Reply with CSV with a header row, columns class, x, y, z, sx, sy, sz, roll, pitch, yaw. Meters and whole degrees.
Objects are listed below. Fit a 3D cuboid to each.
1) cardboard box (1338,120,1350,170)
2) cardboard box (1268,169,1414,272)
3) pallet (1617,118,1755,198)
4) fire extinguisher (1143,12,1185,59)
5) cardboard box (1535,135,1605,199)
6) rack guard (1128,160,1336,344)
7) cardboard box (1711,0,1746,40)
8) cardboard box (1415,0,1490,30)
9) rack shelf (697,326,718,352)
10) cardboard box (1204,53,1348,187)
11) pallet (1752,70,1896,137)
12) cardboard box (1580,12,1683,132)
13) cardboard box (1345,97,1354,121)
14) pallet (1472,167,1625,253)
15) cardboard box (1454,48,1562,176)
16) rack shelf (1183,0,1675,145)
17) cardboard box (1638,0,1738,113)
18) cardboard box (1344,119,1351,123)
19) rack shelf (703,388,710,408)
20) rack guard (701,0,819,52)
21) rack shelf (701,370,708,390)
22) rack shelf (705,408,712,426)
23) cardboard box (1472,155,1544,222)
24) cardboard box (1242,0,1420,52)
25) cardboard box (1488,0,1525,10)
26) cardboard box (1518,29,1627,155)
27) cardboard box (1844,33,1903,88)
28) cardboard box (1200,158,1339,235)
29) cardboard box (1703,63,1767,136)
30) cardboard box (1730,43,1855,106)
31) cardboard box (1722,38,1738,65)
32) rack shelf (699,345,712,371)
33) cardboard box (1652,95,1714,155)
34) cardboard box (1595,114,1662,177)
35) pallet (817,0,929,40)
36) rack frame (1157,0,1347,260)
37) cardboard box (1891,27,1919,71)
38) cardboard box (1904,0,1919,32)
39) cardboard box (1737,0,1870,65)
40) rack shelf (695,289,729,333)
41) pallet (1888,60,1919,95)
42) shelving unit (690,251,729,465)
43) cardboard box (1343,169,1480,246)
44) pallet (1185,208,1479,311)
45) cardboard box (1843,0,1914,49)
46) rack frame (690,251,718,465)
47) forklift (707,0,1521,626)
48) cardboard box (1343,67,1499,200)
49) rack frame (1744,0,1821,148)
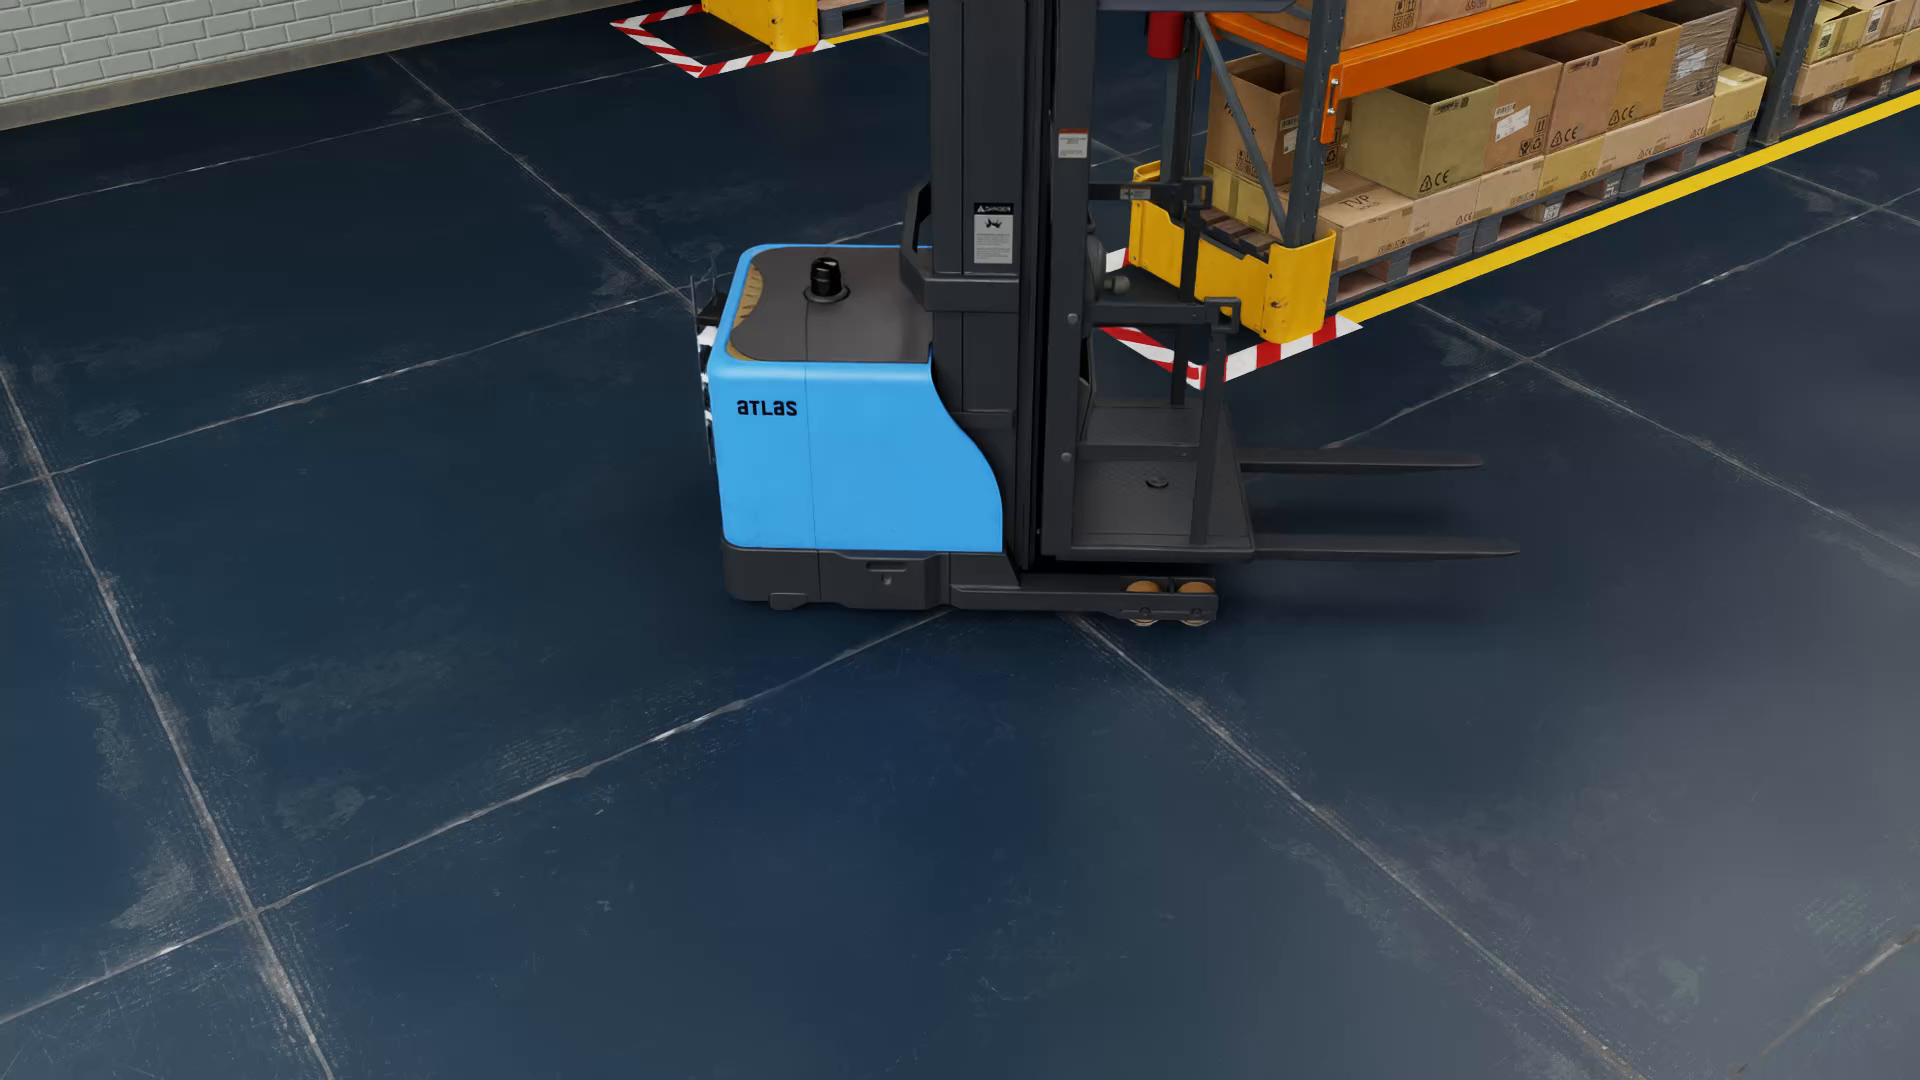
class,x,y,z,sx,sy,sz,roll,pitch,yaw
cardboard box,2.032,-2.049,9.025,0.500,0.250,0.500,-22,41,-28
cardboard box,1.929,-1.628,8.440,0.500,0.250,0.500,-22,41,-28
pallet,3.958,-2.466,9.997,1.213,0.211,1.003,-22,41,-28
fire extinguisher,0.998,-2.650,7.932,0.183,0.674,0.296,-22,41,-28
cardboard box,3.156,-2.132,9.140,0.500,0.250,0.500,-22,41,-28
rack guard,1.343,-1.477,8.375,0.348,0.500,1.175,-22,41,-28
cardboard box,4.798,-3.400,10.423,0.500,0.311,0.500,-22,41,-28
cardboard box,2.178,-2.870,8.086,0.500,0.500,0.700,-21,41,-27
rack shelf,-0.951,-0.862,6.926,0.200,0.077,0.258,9,37,12
cardboard box,1.629,-2.181,8.566,0.500,0.500,0.500,-22,41,-28
pallet,5.212,-2.980,10.712,1.213,0.211,1.003,-22,41,-28
cardboard box,3.557,-2.611,9.164,0.500,0.500,0.500,-22,41,-28
cardboard box,2.438,-2.524,9.044,0.500,0.500,0.500,-22,41,-28
pallet,2.960,-2.053,9.423,1.213,0.211,1.003,-22,41,-28
cardboard box,2.738,-2.276,8.698,0.500,0.500,0.500,-22,41,-28
rack shelf,2.997,-2.880,8.802,4.000,0.370,1.077,-22,41,-28
cardboard box,3.963,-2.781,9.401,0.500,0.500,0.500,-22,41,-28
cardboard box,2.440,-2.218,9.260,0.500,0.250,0.500,-22,41,-28
rack shelf,-0.951,-0.642,7.084,0.200,0.077,0.258,9,37,12
rack guard,-1.432,-3.873,11.707,0.348,0.500,1.175,-22,41,-28
rack shelf,-0.951,-0.715,7.031,0.200,0.077,0.258,9,37,12
rack shelf,-0.951,-0.569,7.136,0.200,0.077,0.258,9,37,12
cardboard box,2.744,-1.966,8.910,0.500,0.250,0.500,-22,41,-28
cardboard box,1.751,-2.691,7.837,0.500,0.500,0.700,-22,41,-28
cardboard box,2.587,-3.034,8.314,0.500,0.500,0.700,-22,41,-28
cardboard box,3.156,-2.436,8.921,0.500,0.500,0.500,-22,41,-28
cardboard box,5.523,-3.088,10.470,0.500,0.250,0.500,-21,41,-27
cardboard box,1.630,-1.875,8.784,0.500,0.250,0.500,-22,41,-28
cardboard box,4.379,-2.639,9.846,0.500,0.250,0.500,-22,41,-28
cardboard box,5.104,-2.917,10.232,0.500,0.250,0.500,-23,42,-29
cardboard box,4.804,-3.177,10.594,0.500,0.250,0.500,-23,42,-28
rack shelf,-0.951,-0.788,6.979,0.200,0.077,0.258,9,37,12
cardboard box,3.964,-2.476,9.618,0.500,0.250,0.500,-22,41,-28
cardboard box,3.564,-2.300,9.375,0.500,0.250,0.500,-22,41,-28
pallet,-0.748,-4.013,12.148,1.213,0.211,1.003,-22,41,-28
rack frame,1.362,-2.500,7.657,0.127,3.000,1.000,-22,41,-28
cardboard box,5.945,-3.264,10.714,0.500,0.250,0.500,-24,42,-29
cardboard box,5.948,-3.488,10.545,0.500,0.311,0.500,-24,42,-29
cardboard box,5.113,-3.147,10.072,0.500,0.311,0.500,-22,41,-28
rack shelf,-0.951,-0.935,6.873,0.200,0.077,0.258,9,37,12
pallet,6.210,-3.392,11.286,1.213,0.211,1.003,-22,41,-28
shelving unit,-0.951,-0.742,7.012,0.210,0.900,0.258,9,37,12
cardboard box,2.335,-1.798,8.676,0.500,0.250,0.500,-22,41,-28
pallet,1.963,-1.645,8.856,1.213,0.211,1.003,-22,41,-28
cardboard box,5.525,-3.313,10.302,0.500,0.311,0.500,-23,42,-28
rack frame,-1.049,-0.758,7.034,0.006,0.900,0.240,9,37,12
forklift,0.624,-1.182,5.884,3.031,2.935,1.130,1,36,1
cardboard box,2.336,-2.102,8.456,0.500,0.500,0.500,-22,41,-28
rack frame,4.632,-3.845,9.527,0.127,3.000,1.000,-22,41,-28
